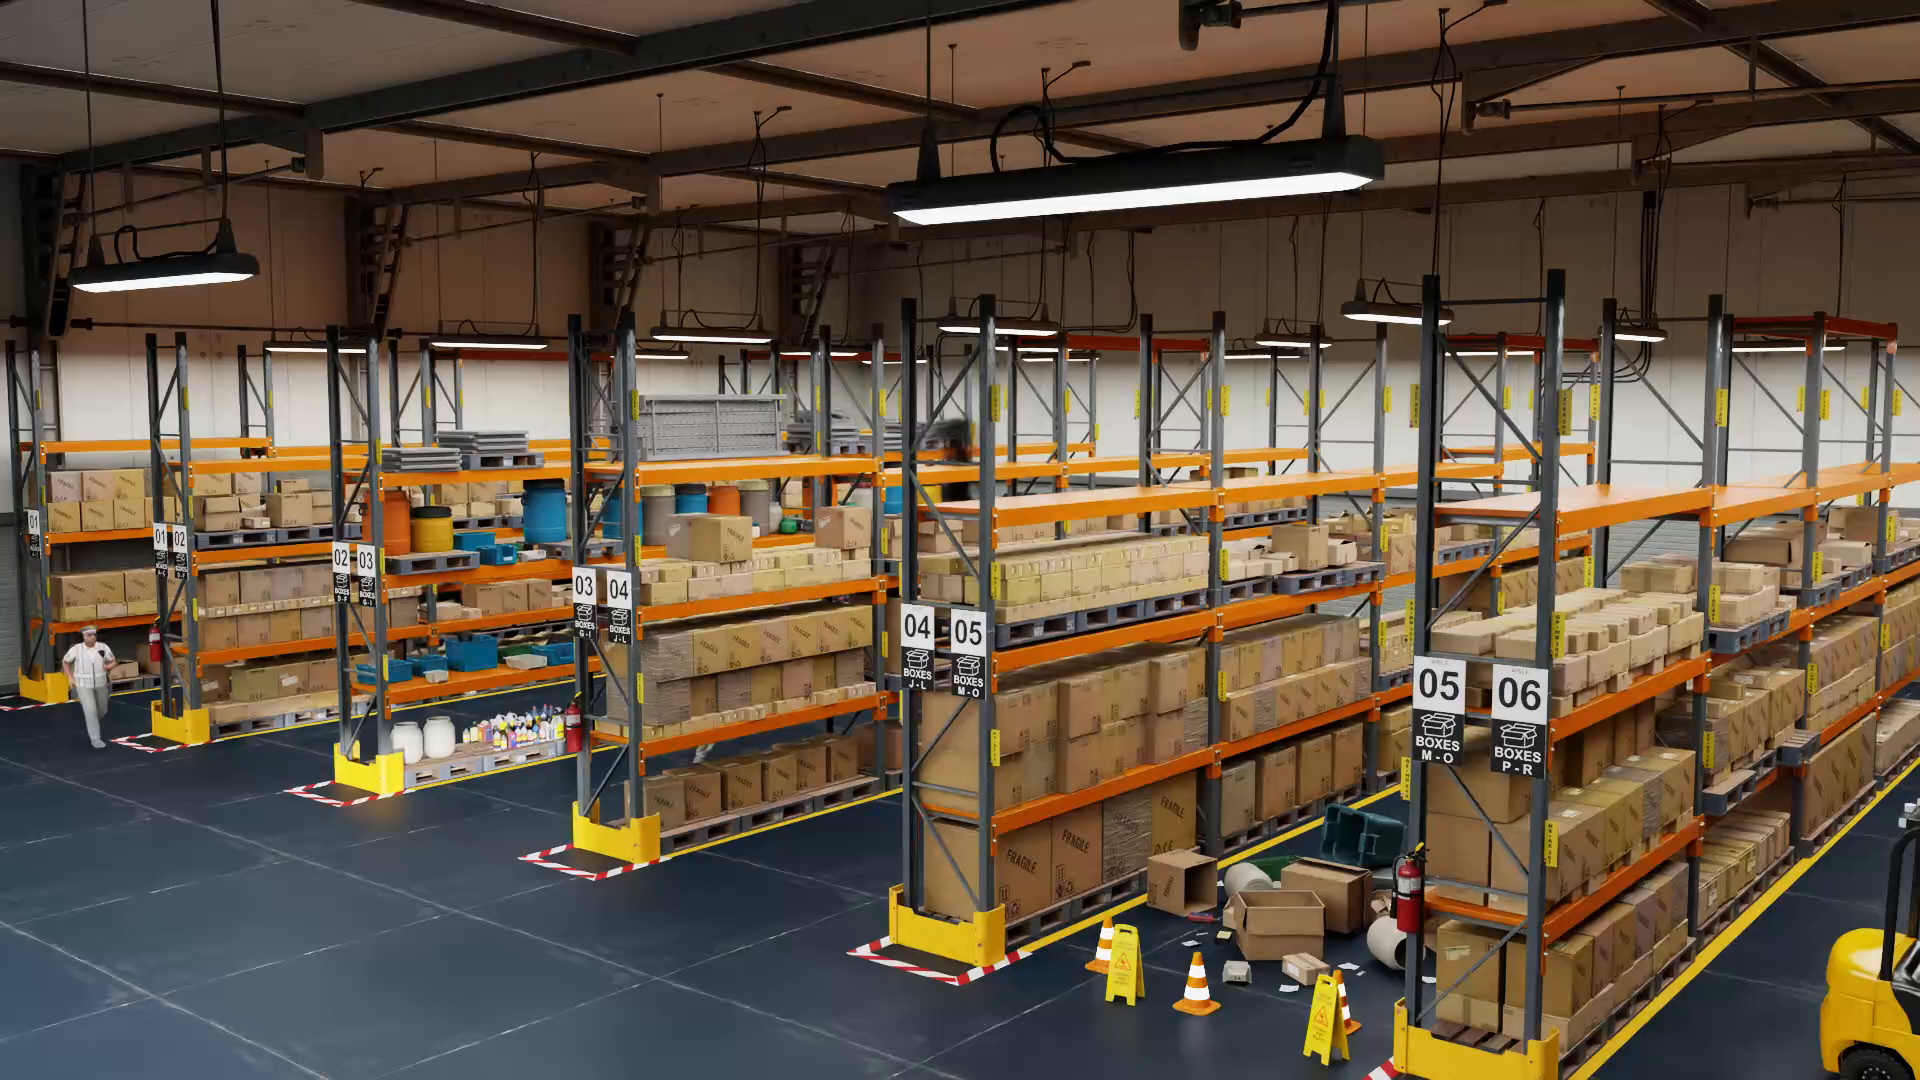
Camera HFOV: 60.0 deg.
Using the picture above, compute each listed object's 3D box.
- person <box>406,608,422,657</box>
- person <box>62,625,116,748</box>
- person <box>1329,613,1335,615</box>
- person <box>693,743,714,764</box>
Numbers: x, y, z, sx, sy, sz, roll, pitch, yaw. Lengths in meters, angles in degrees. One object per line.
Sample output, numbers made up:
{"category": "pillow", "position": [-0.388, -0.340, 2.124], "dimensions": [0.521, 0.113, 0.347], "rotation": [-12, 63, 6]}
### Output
{"category": "person", "position": [-9.708, 1.695, 29.589], "dimensions": [0.574, 1.646, 0.736], "rotation": [3, 6, 28]}
{"category": "person", "position": [-12.634, 2.094, 24.182], "dimensions": [0.672, 1.759, 0.933], "rotation": [-5, 7, -42]}
{"category": "person", "position": [5.644, 2.015, 25.271], "dimensions": [0.831, 1.826, 0.628], "rotation": [-5, 7, -45]}
{"category": "person", "position": [-3.605, 2.206, 23.294], "dimensions": [0.687, 1.742, 0.883], "rotation": [1, 5, 12]}
